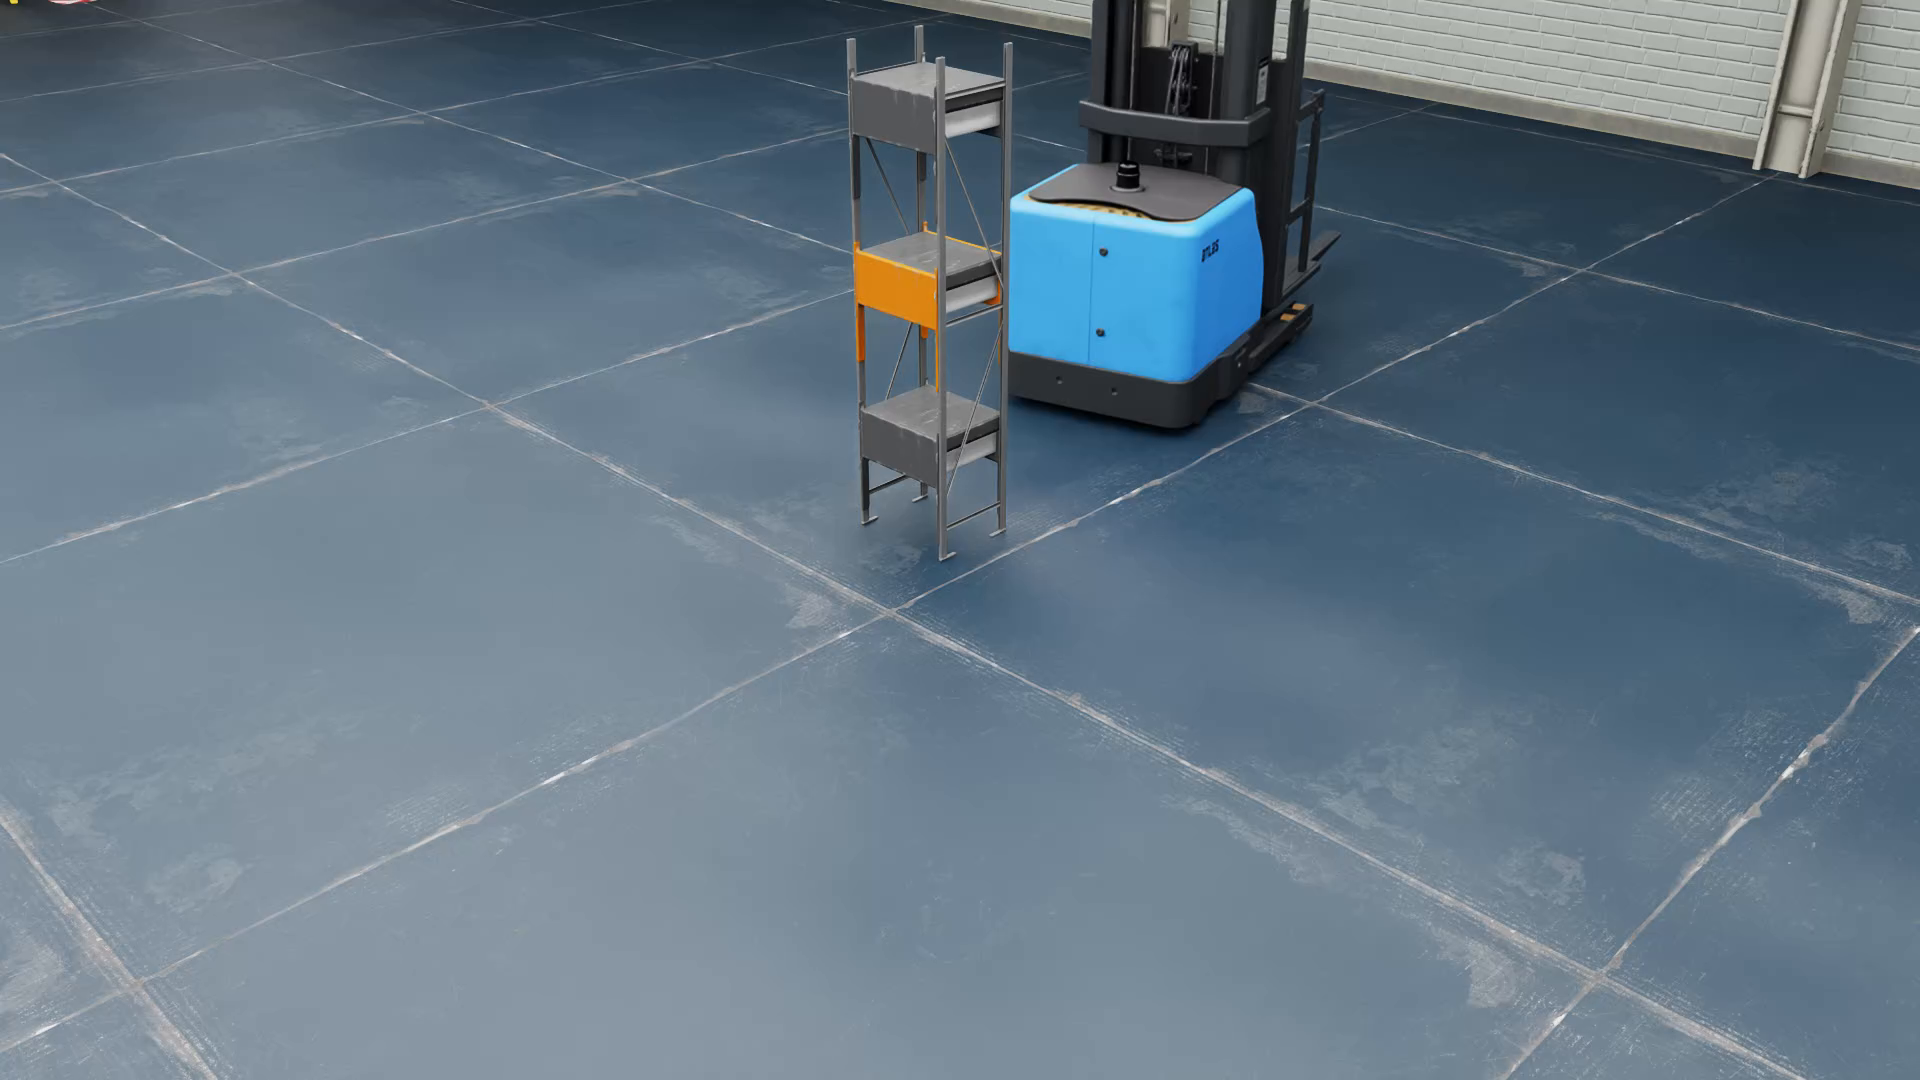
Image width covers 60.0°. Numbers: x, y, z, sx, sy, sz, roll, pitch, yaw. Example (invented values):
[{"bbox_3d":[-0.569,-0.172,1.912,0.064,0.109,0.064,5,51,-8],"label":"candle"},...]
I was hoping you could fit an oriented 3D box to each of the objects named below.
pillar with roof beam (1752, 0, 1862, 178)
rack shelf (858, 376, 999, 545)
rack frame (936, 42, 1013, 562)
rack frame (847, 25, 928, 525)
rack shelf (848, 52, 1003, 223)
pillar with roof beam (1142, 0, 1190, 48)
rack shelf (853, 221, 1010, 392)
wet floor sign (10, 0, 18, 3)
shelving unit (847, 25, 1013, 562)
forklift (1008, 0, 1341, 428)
[{"bbox_3d":[3.234,-5.357,7.769,0.400,9.000,9.100,25,36,38],"label":"pillar with roof beam"},{"bbox_3d":[-0.118,-0.352,7.196,0.480,0.518,0.431,25,36,38],"label":"rack shelf"},{"bbox_3d":[0.056,-0.904,6.713,0.015,2.100,0.400,25,36,38],"label":"rack frame"},{"bbox_3d":[-0.292,-1.063,7.015,0.015,2.100,0.400,25,36,38],"label":"rack frame"},{"bbox_3d":[-0.118,-1.591,6.545,0.480,0.518,0.431,25,36,38],"label":"rack shelf"},{"bbox_3d":[-1.044,-7.315,11.492,0.400,9.000,9.100,25,36,38],"label":"pillar with roof beam"},{"bbox_3d":[-0.118,-0.971,6.870,0.480,0.518,0.431,25,36,38],"label":"rack shelf"},{"bbox_3d":[-10.811,-6.370,18.670,0.267,0.644,0.232,-13,30,-22],"label":"wet floor sign"},{"bbox_3d":[-0.118,-0.983,6.864,0.503,2.100,0.431,25,36,38],"label":"shelving unit"},{"bbox_3d":[1.364,-2.496,8.847,1.130,2.935,3.031,14,31,25],"label":"forklift"}]
